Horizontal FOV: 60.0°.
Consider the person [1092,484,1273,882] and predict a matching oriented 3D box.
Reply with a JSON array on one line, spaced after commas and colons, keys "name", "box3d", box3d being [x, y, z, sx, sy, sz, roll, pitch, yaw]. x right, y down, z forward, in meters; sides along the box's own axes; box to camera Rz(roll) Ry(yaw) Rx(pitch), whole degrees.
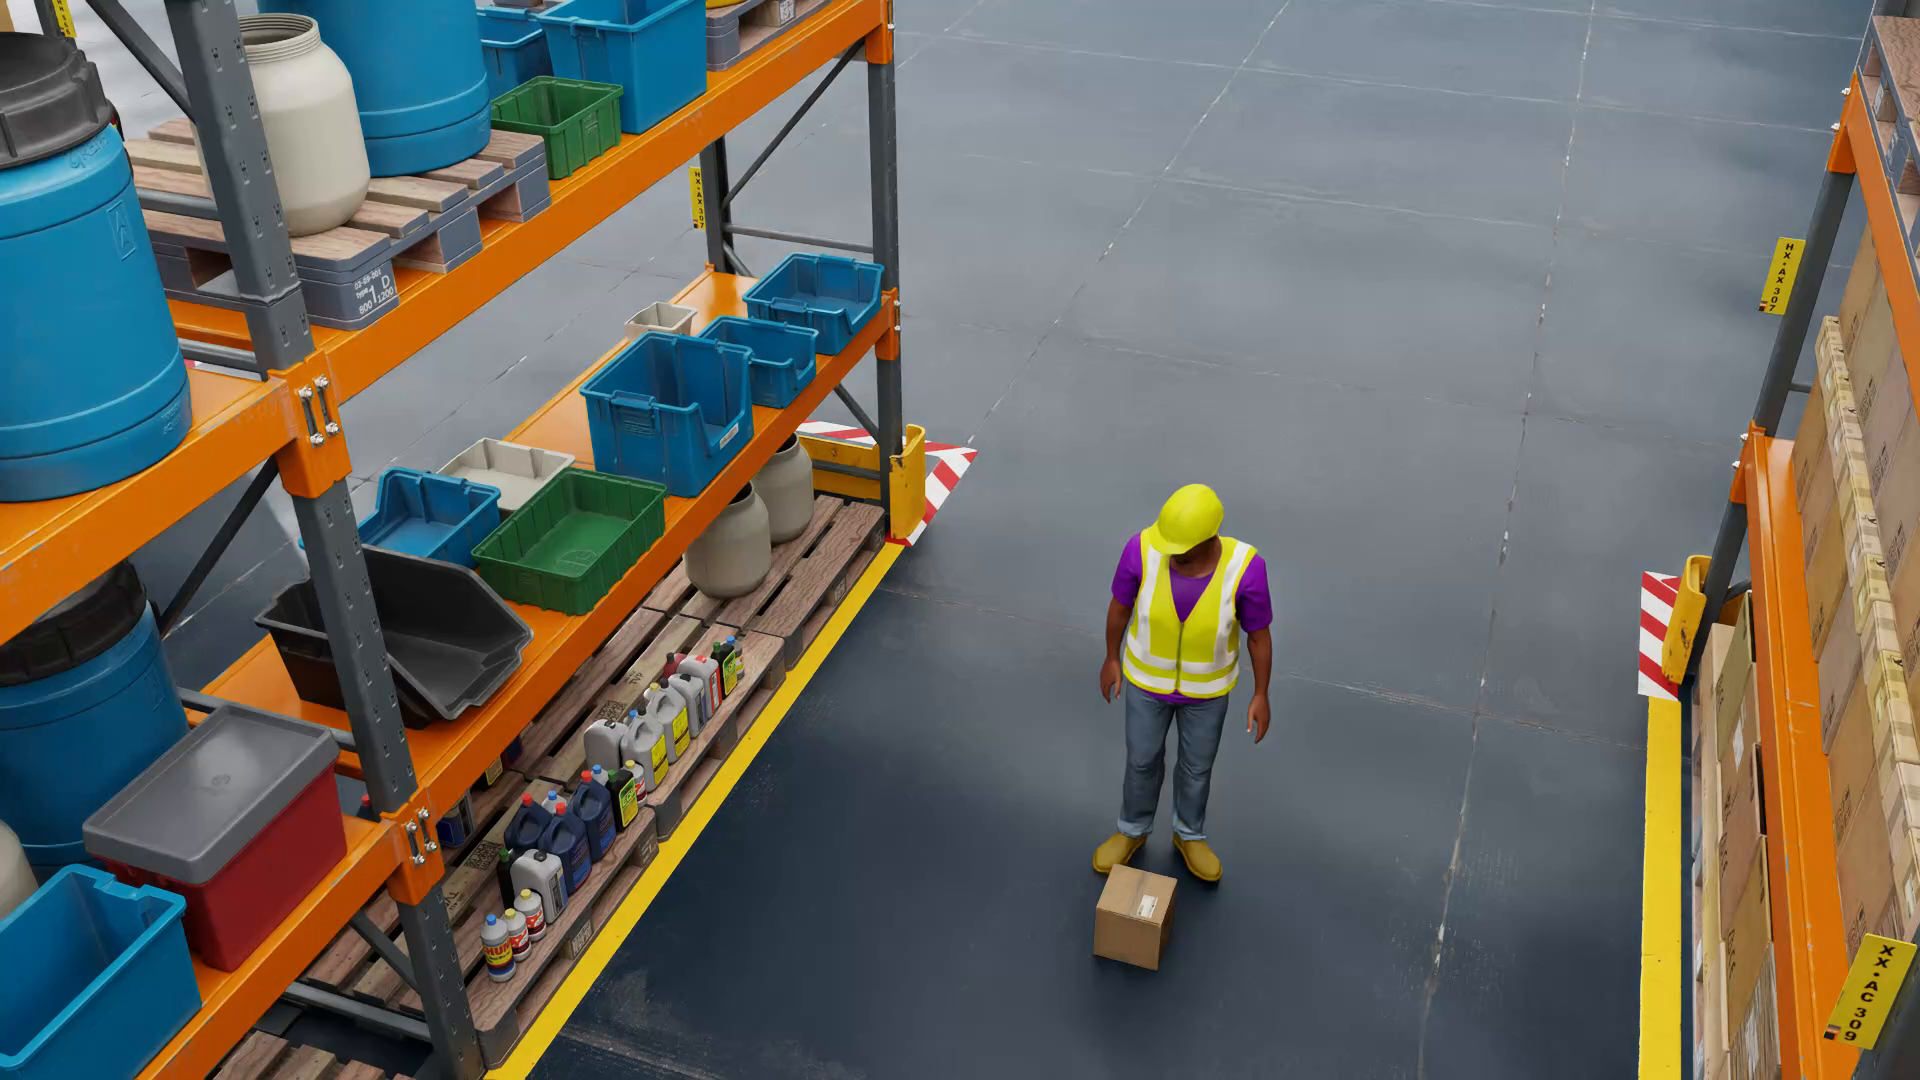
[{"name": "person", "box3d": [0.848, 0.541, 6.263, 0.654, 1.777, 0.372, 6, 33, 9]}]
